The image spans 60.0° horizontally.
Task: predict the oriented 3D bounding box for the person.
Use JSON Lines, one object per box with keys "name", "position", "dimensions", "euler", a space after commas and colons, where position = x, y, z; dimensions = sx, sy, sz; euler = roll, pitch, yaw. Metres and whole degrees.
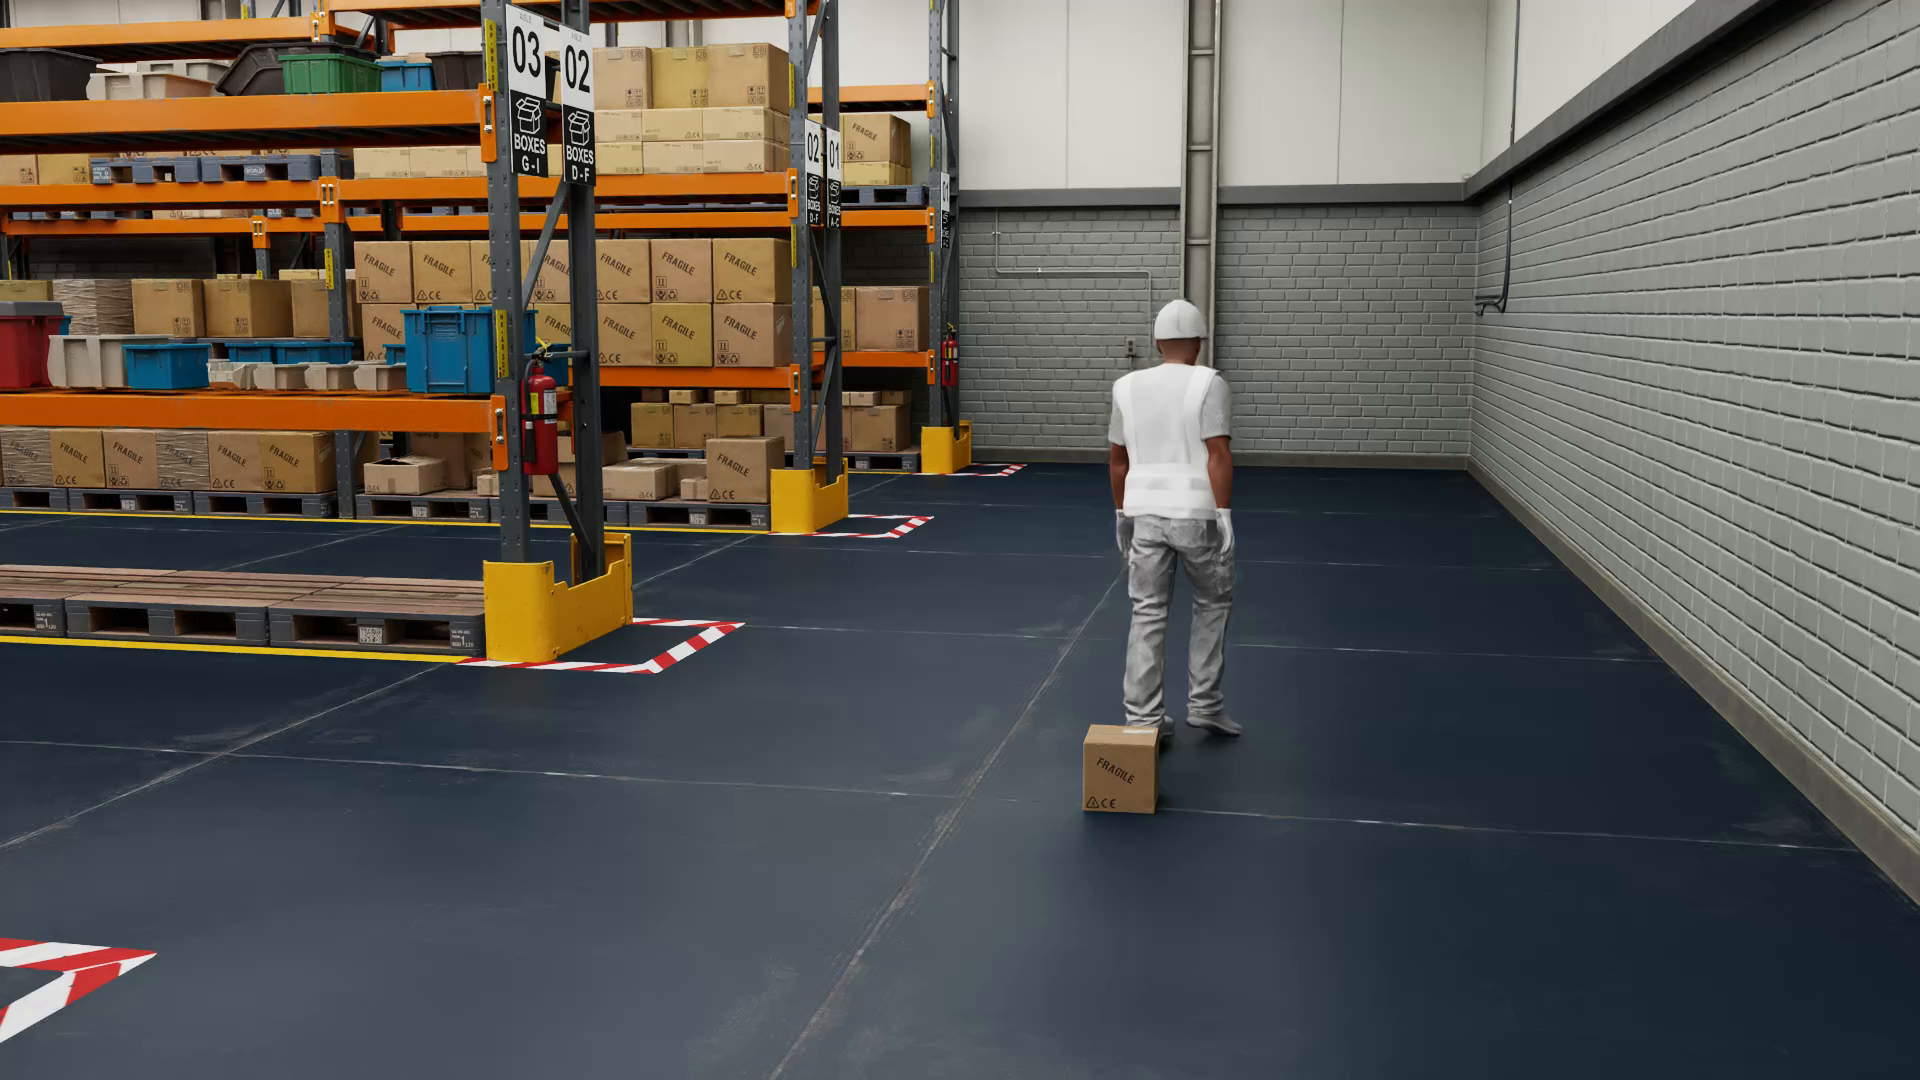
{"name": "person", "position": [0.858, -0.056, 6.716], "dimensions": [0.592, 1.812, 0.601], "euler": [4, 9, 27]}
